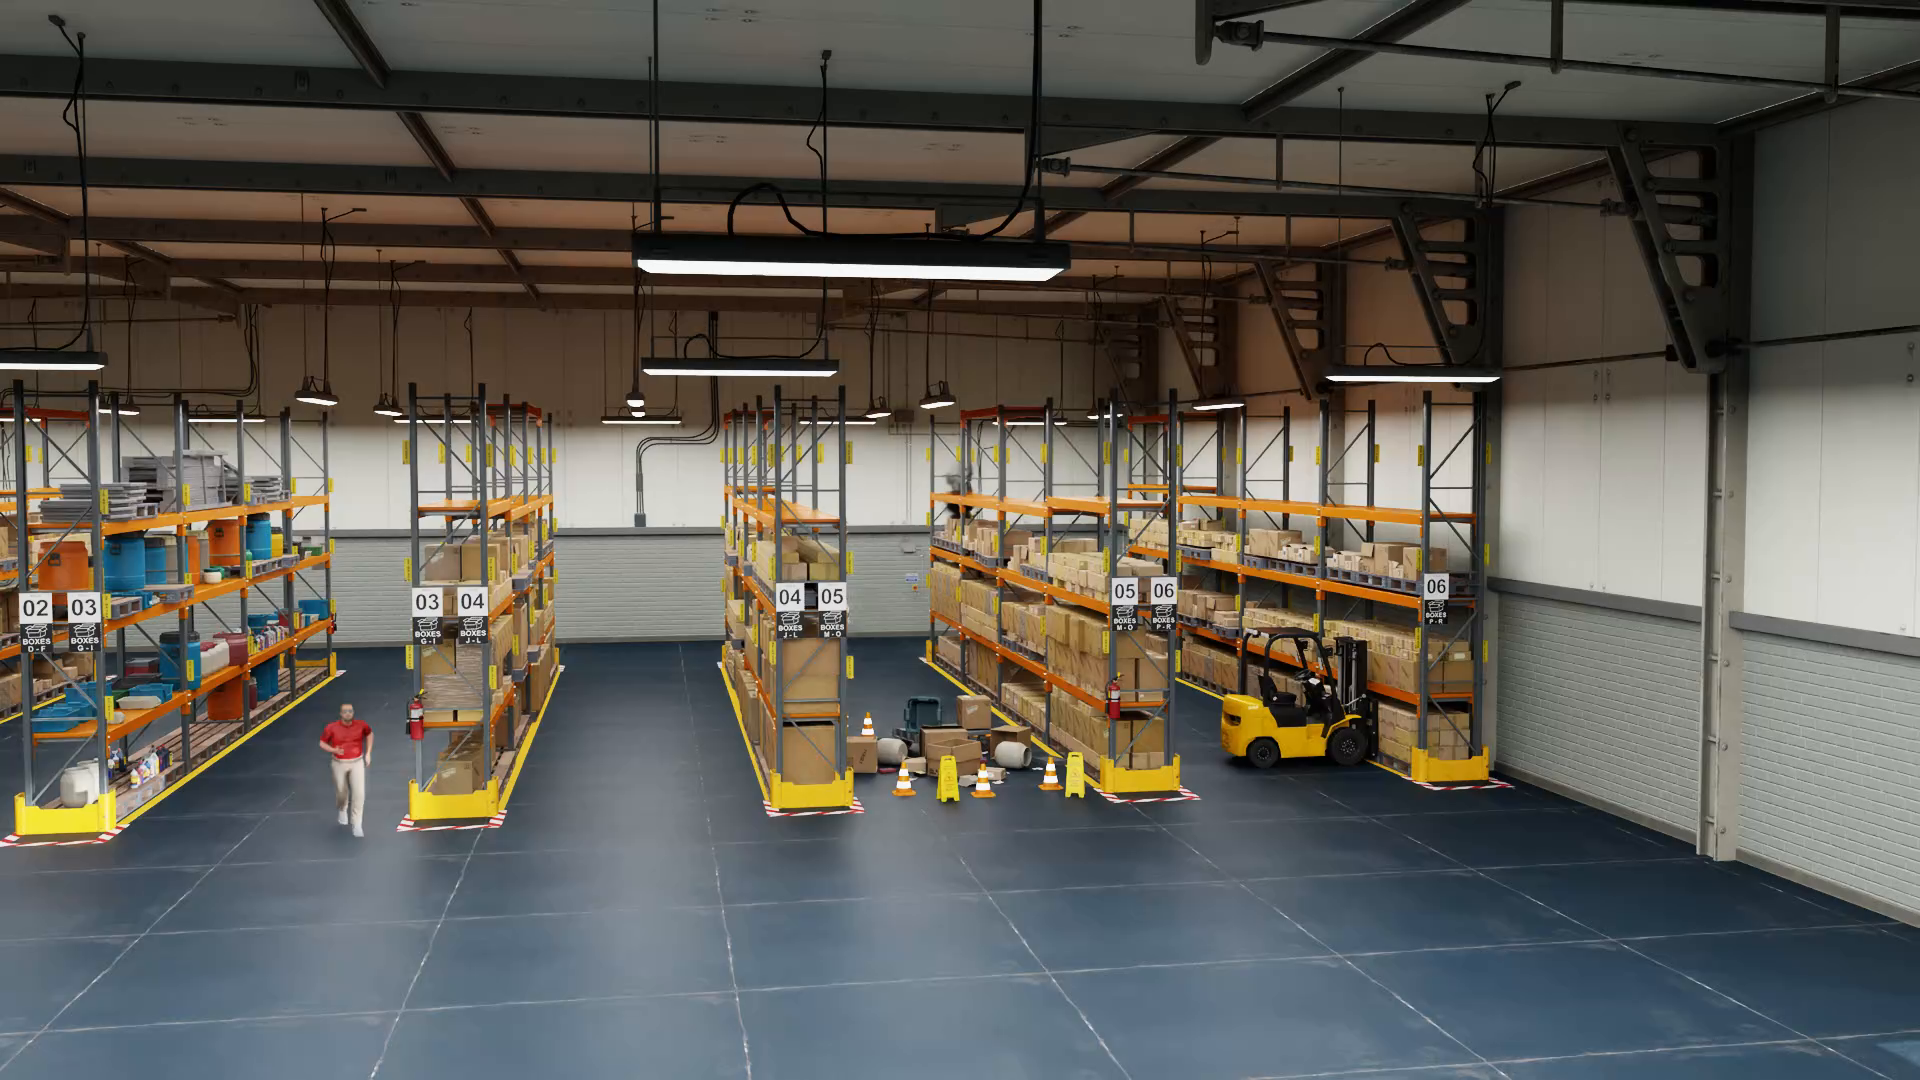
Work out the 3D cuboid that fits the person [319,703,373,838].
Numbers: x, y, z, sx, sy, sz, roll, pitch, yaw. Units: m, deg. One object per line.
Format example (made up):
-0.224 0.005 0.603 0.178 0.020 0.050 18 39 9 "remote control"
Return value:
-8.156 3.033 22.142 0.690 1.755 0.938 -1 3 -24 "person"
